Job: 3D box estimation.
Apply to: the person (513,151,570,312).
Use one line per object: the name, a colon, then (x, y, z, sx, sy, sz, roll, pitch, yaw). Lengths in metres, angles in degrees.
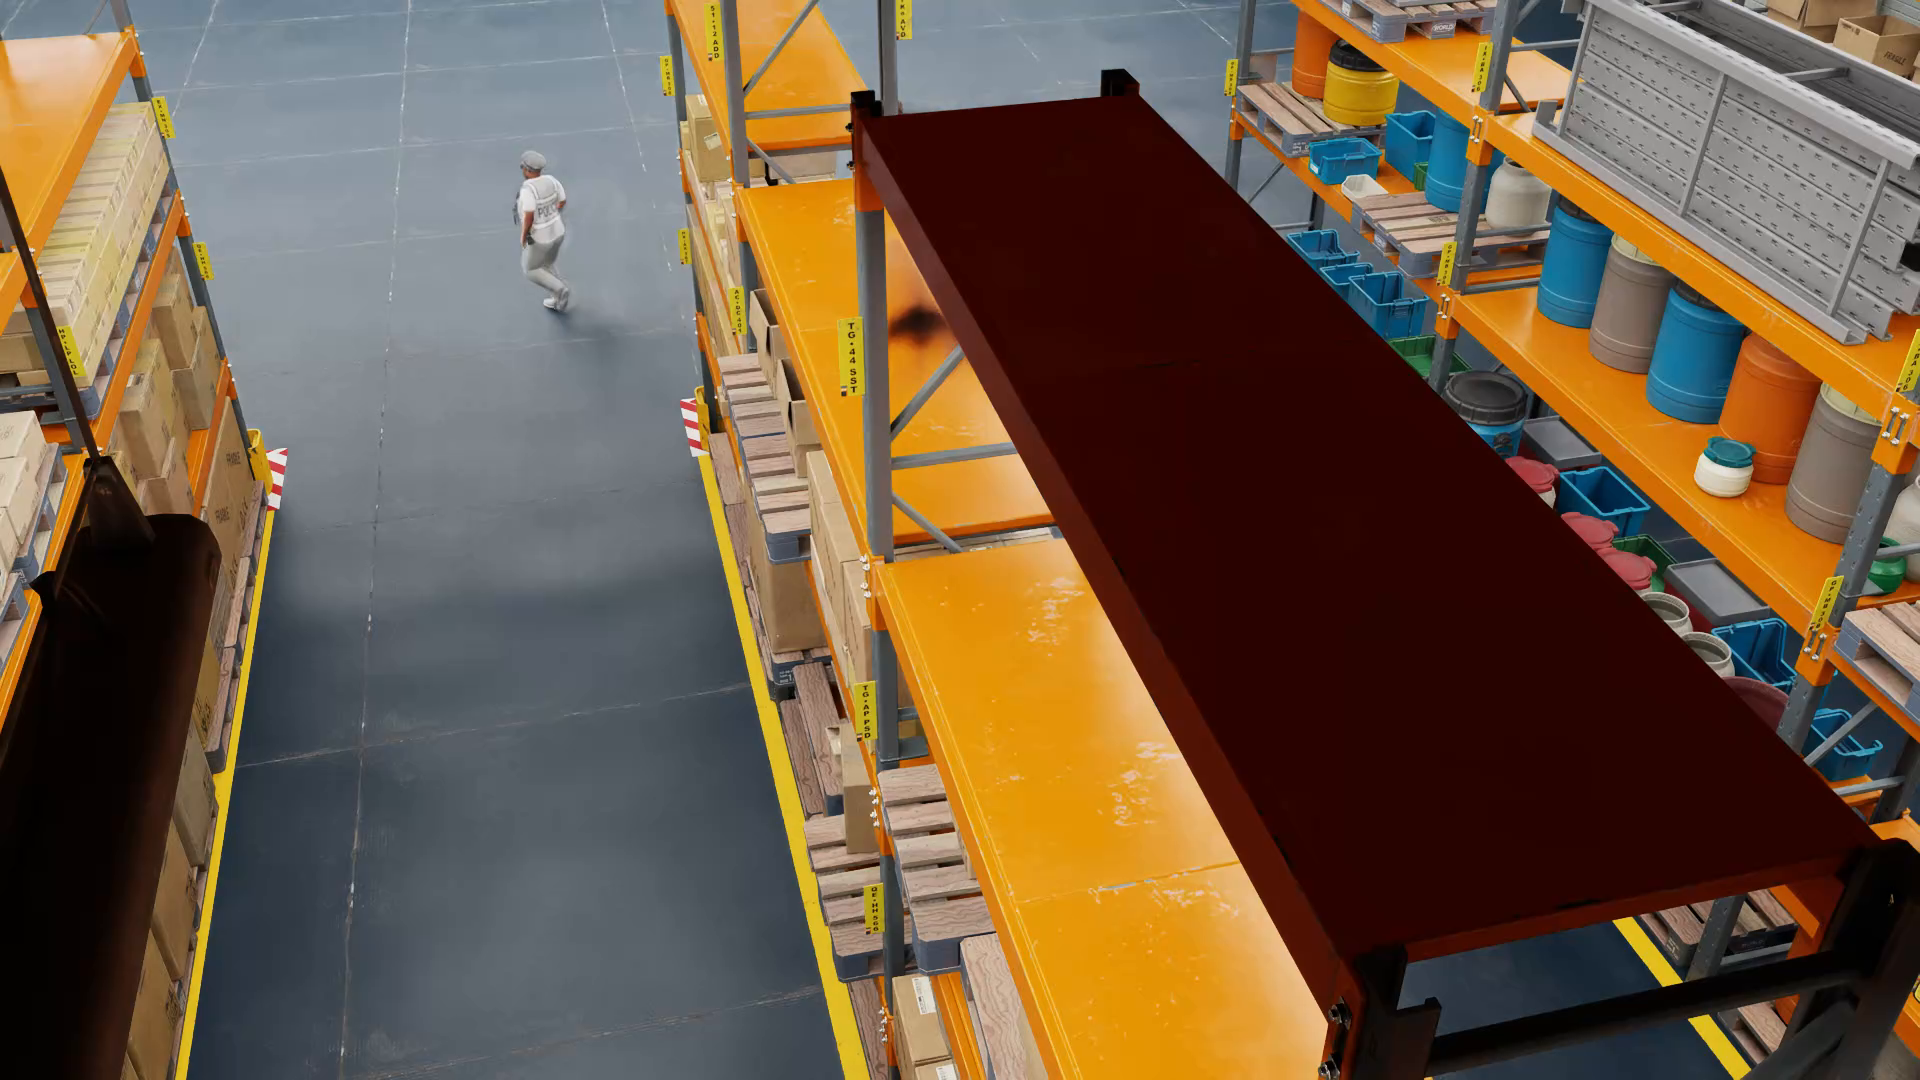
person: (-4.305, -3.162, 17.178, 0.616, 1.739, 0.699, 16, 37, 21)
